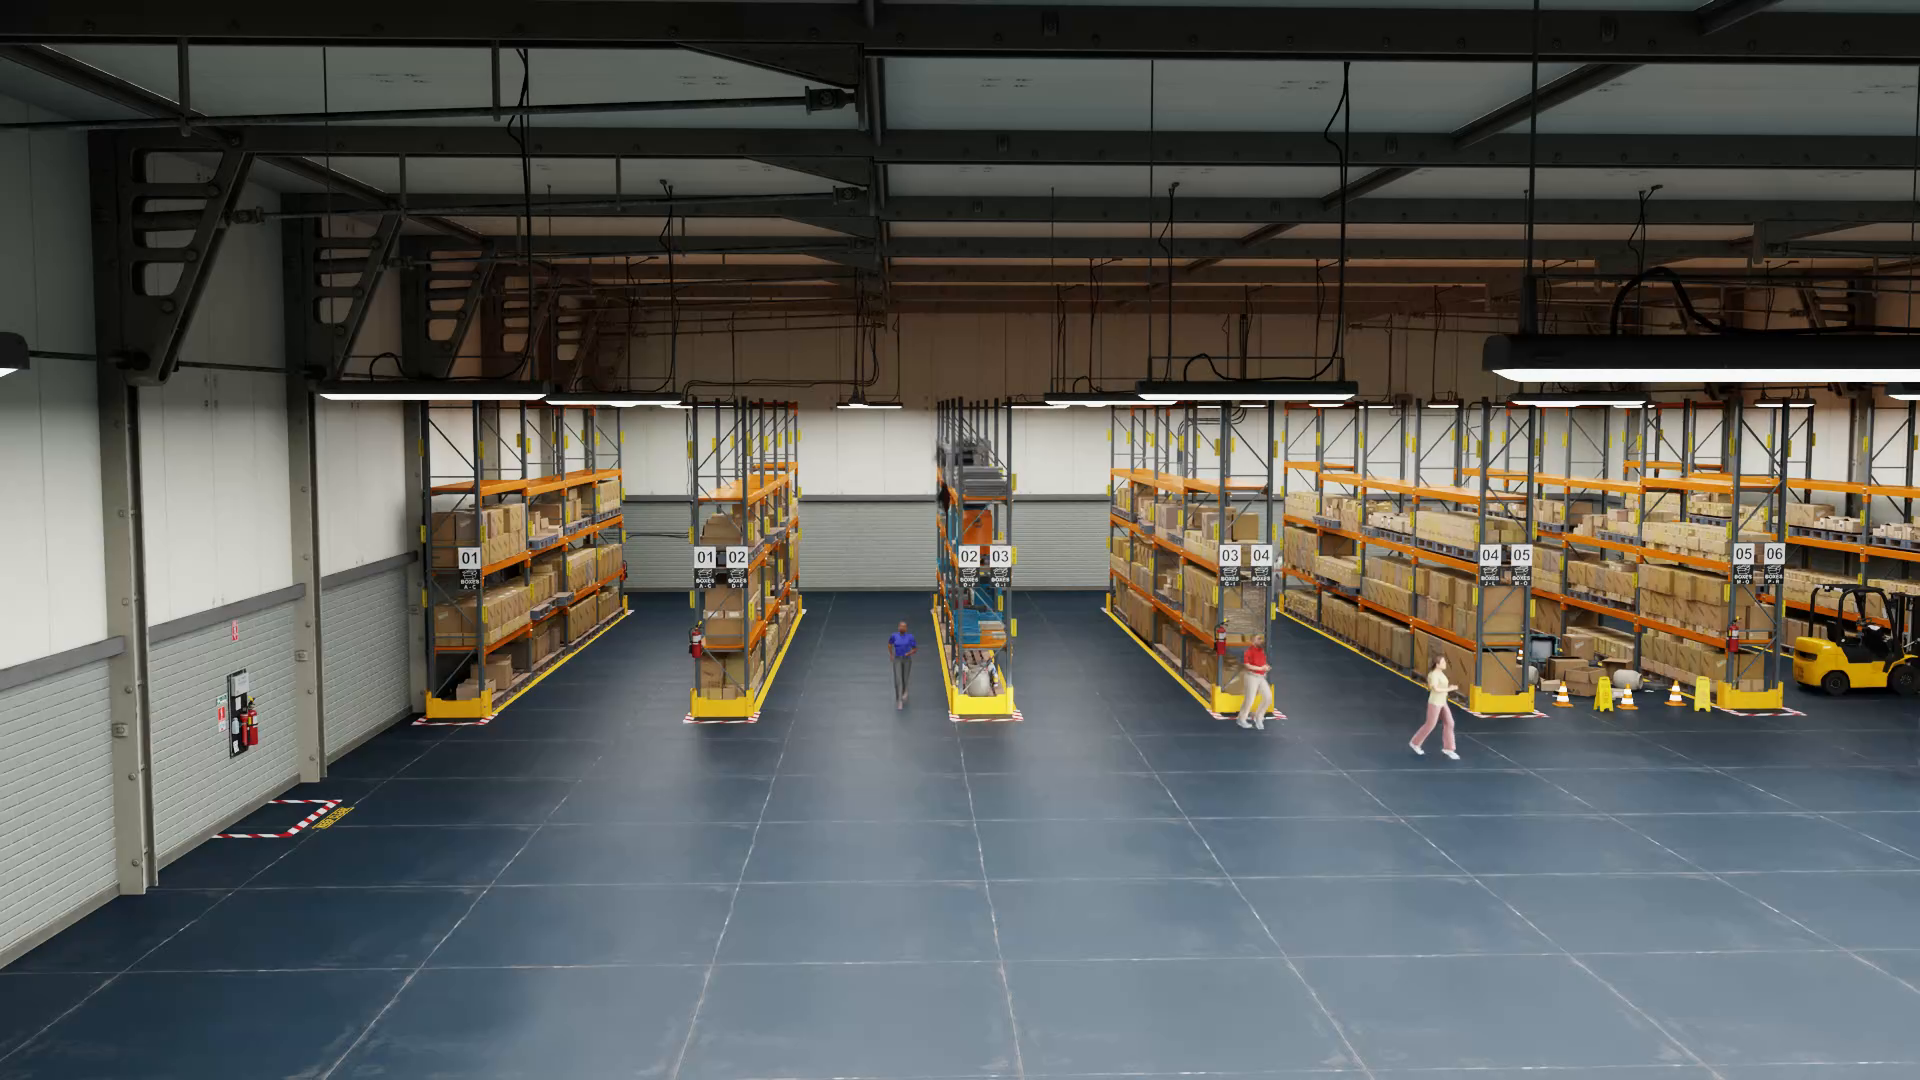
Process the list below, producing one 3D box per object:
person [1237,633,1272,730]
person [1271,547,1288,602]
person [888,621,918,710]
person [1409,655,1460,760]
[{"bbox_3d":[5.346,2.568,29.954,0.665,1.765,0.704,-4,6,-42],"label":"person"},{"bbox_3d":[9.338,1.072,49.099,0.826,1.732,0.787,1,5,14],"label":"person"},{"bbox_3d":[-1.114,2.404,32.341,0.584,1.667,0.908,0,4,-2],"label":"person"},{"bbox_3d":[7.848,2.752,27.483,0.831,1.721,0.576,3,5,33],"label":"person"}]
